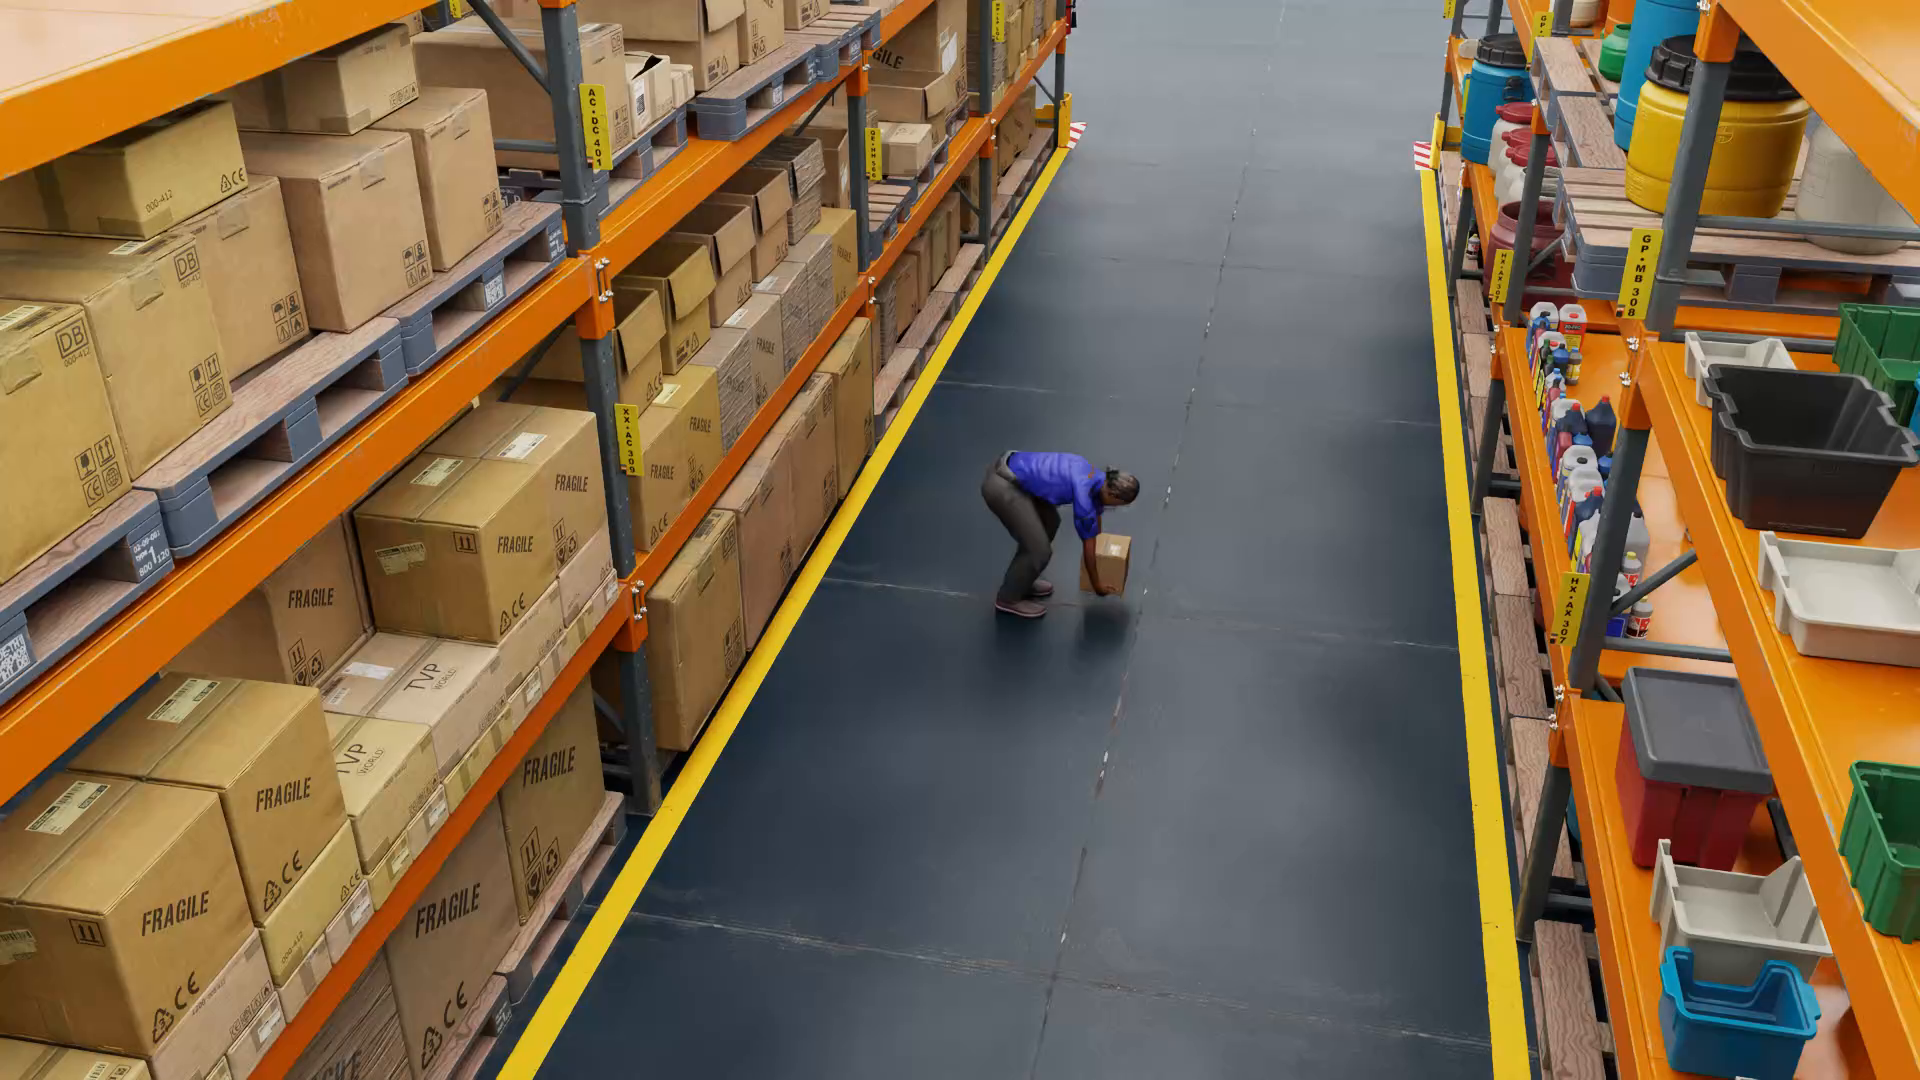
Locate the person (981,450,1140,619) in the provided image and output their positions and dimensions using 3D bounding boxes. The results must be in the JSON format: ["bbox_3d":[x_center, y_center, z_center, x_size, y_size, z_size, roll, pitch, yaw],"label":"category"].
[{"bbox_3d":[0.564,-0.039,9.418,0.876,0.954,0.445,5,29,9],"label":"person"}]
